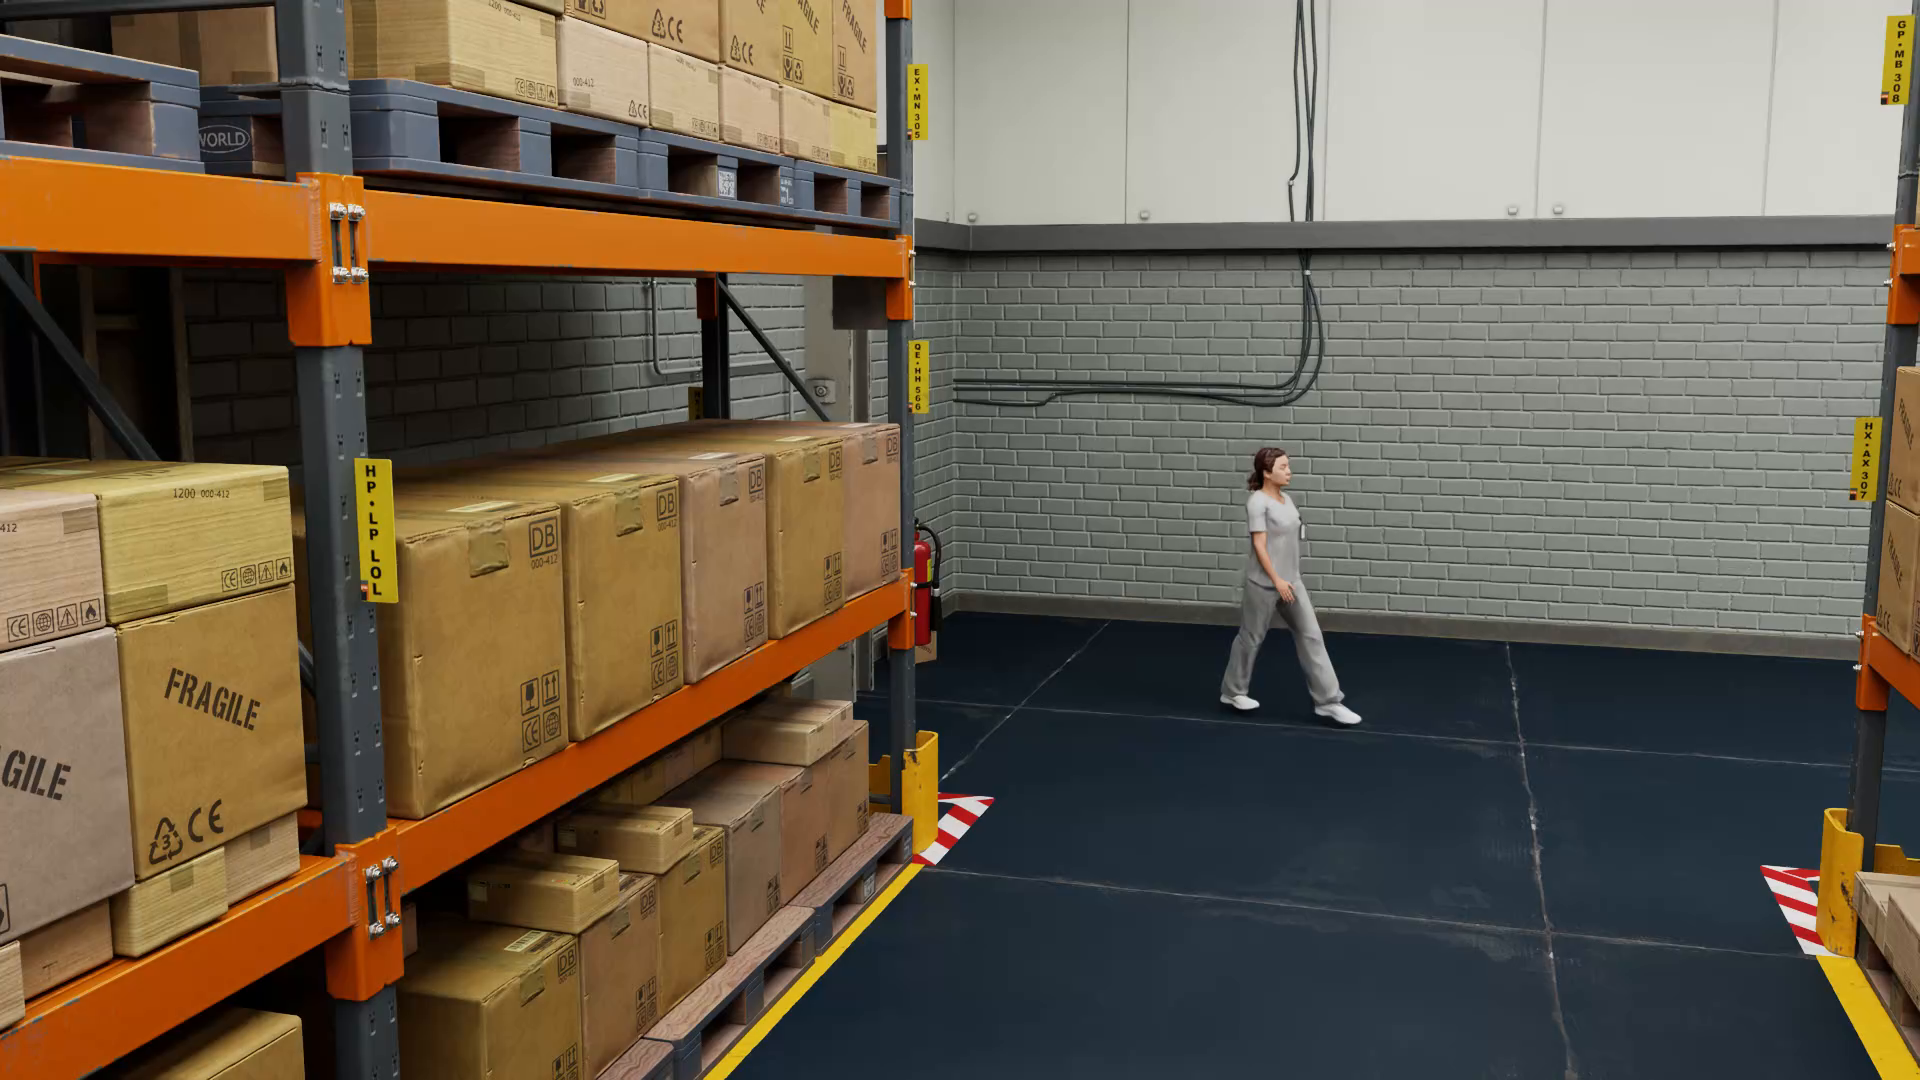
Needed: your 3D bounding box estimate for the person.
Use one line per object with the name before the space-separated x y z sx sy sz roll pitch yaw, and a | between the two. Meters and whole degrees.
person | 1.964 0.263 9.989 0.455 1.625 0.925 -8 11 -42
